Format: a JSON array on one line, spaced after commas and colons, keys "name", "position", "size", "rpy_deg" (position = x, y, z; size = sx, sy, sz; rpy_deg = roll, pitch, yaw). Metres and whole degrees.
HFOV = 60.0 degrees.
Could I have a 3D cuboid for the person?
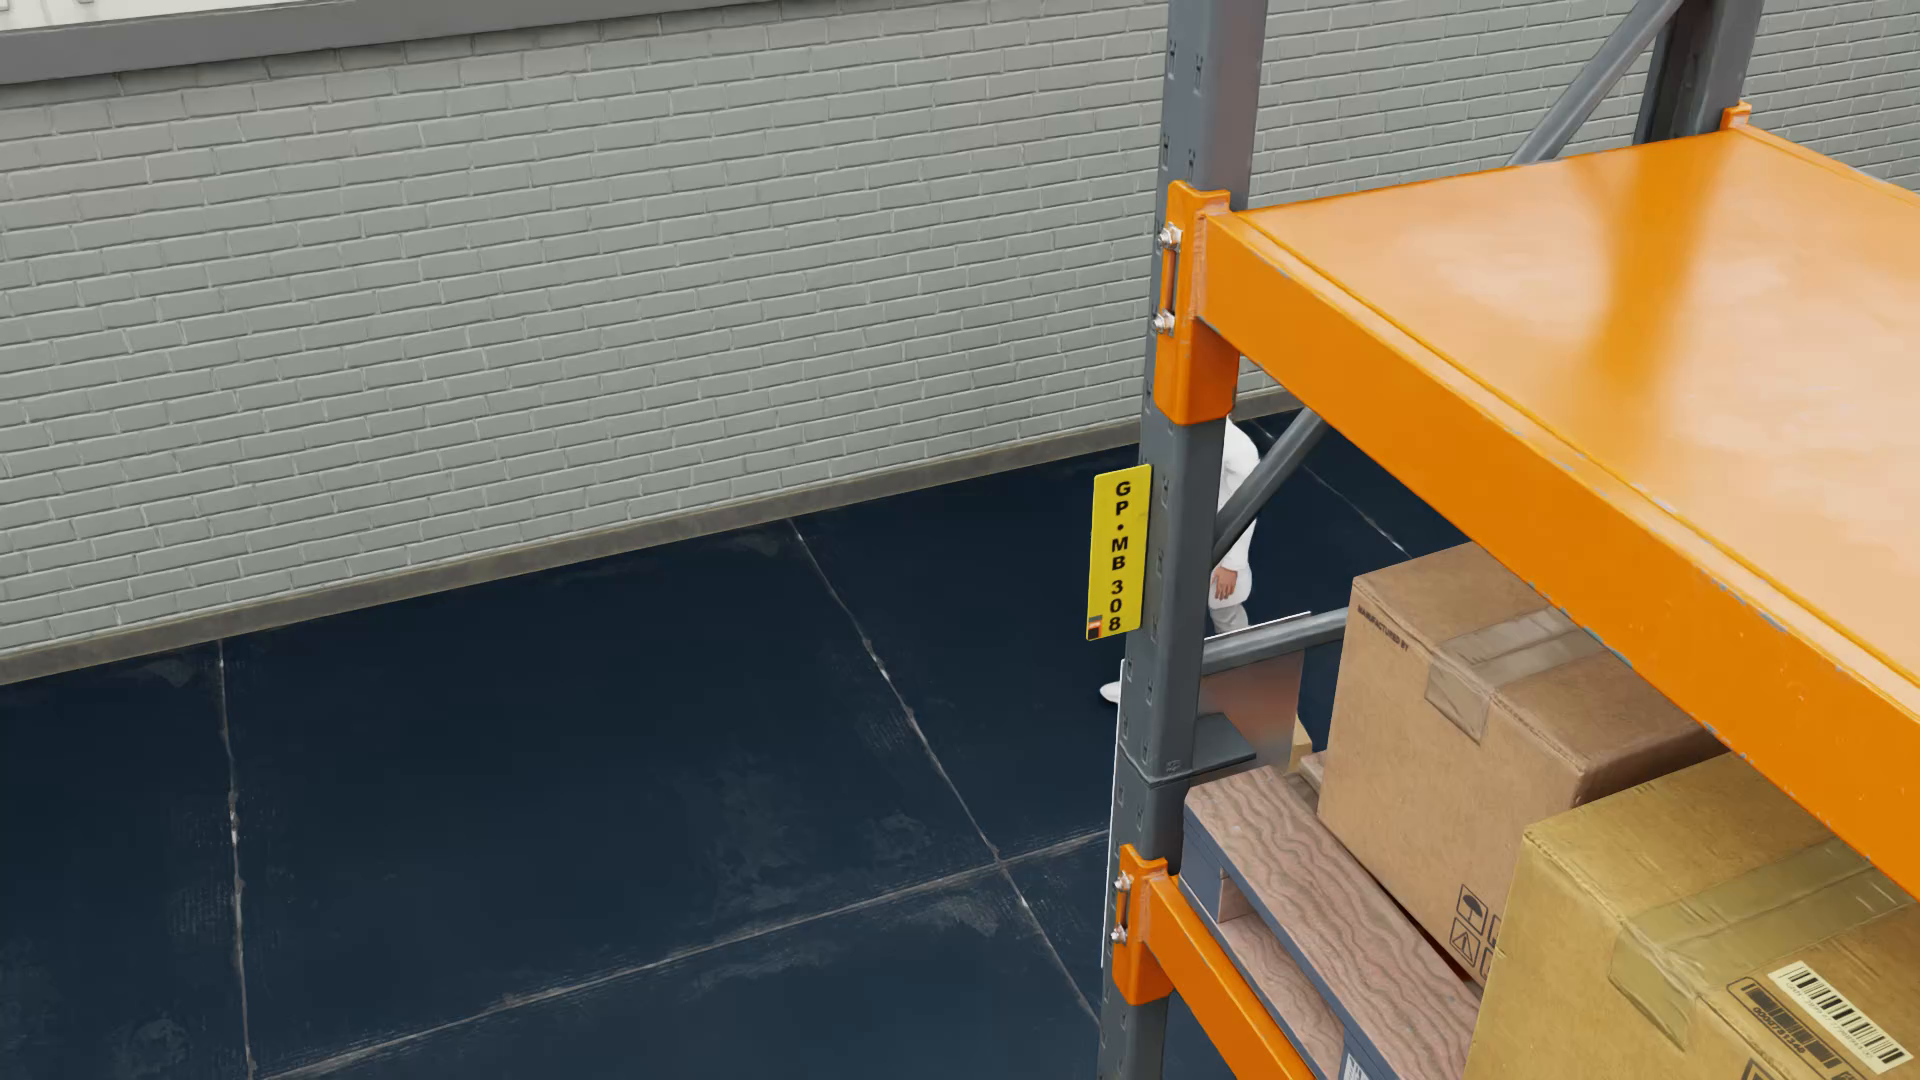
[{"name": "person", "position": [1.065, 0.014, 7.520], "size": [0.688, 1.778, 0.645], "rpy_deg": [-21, 38, -29]}]
